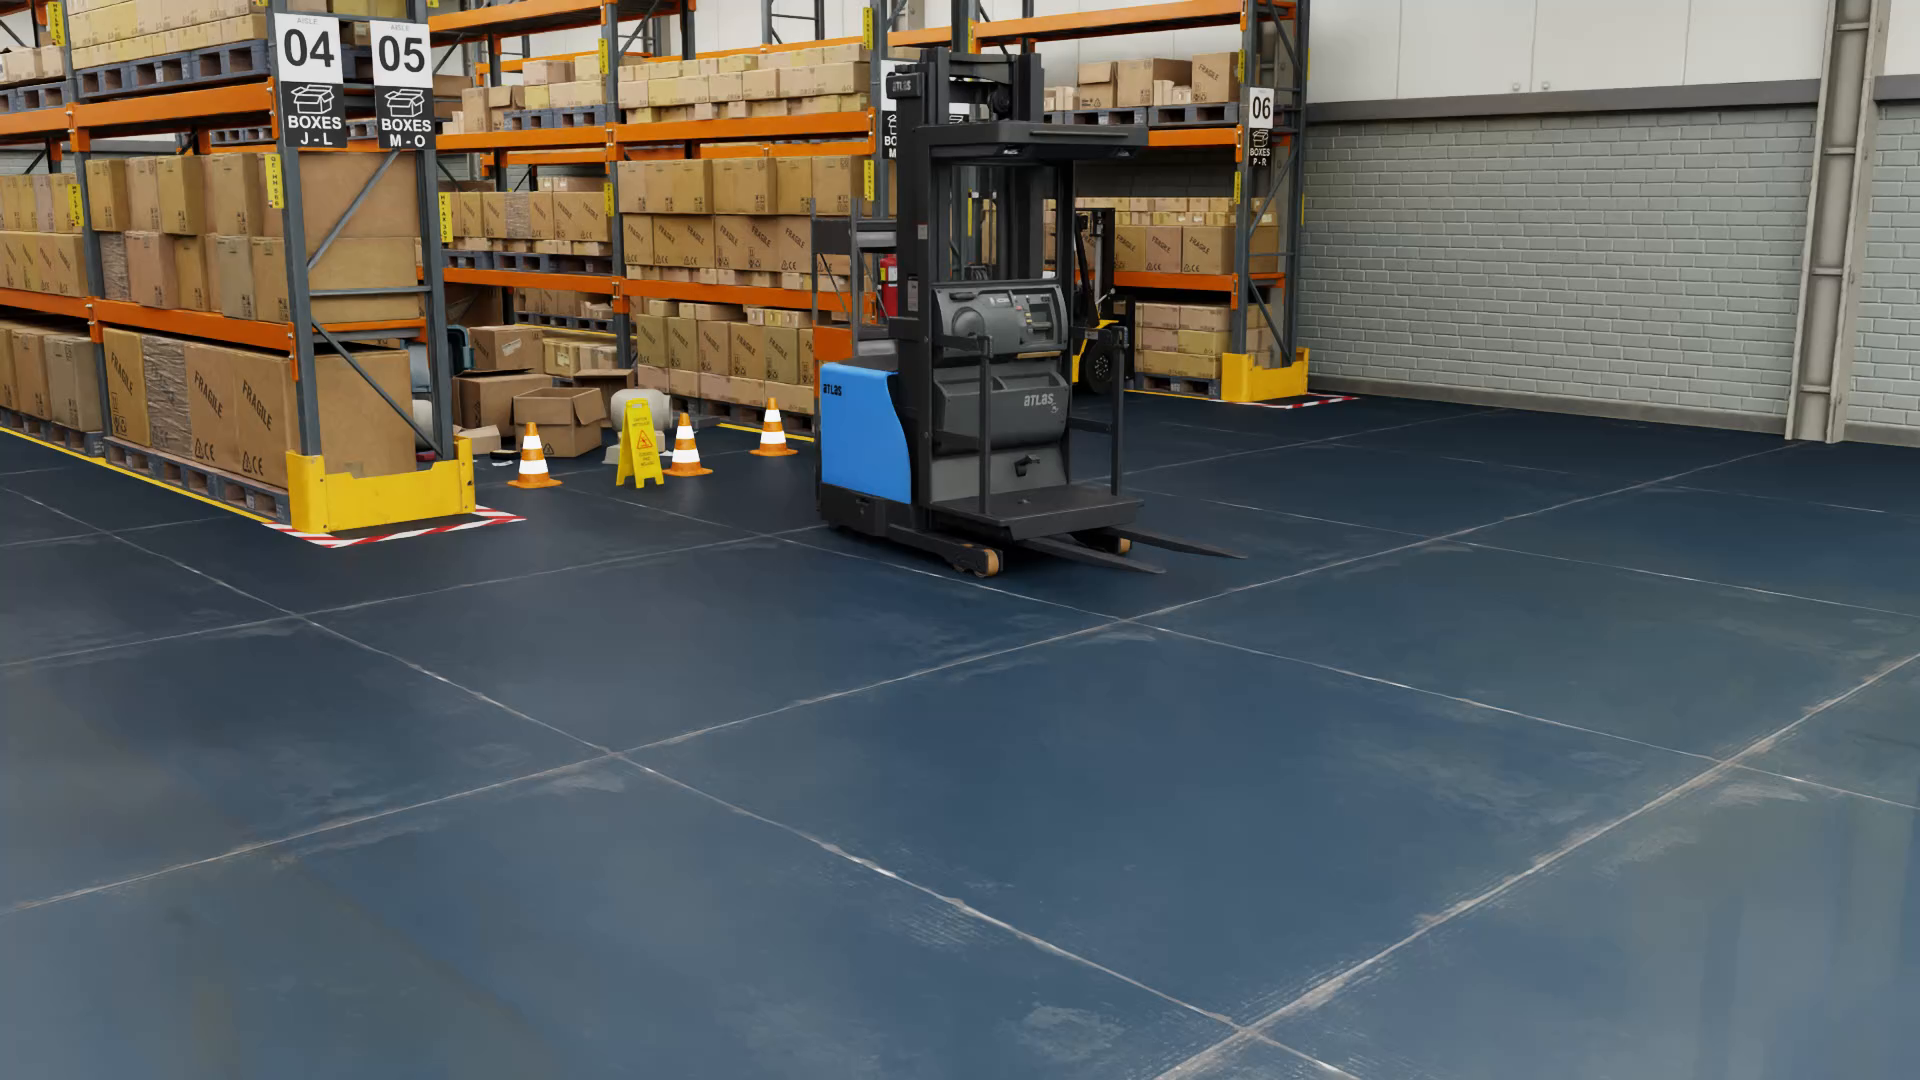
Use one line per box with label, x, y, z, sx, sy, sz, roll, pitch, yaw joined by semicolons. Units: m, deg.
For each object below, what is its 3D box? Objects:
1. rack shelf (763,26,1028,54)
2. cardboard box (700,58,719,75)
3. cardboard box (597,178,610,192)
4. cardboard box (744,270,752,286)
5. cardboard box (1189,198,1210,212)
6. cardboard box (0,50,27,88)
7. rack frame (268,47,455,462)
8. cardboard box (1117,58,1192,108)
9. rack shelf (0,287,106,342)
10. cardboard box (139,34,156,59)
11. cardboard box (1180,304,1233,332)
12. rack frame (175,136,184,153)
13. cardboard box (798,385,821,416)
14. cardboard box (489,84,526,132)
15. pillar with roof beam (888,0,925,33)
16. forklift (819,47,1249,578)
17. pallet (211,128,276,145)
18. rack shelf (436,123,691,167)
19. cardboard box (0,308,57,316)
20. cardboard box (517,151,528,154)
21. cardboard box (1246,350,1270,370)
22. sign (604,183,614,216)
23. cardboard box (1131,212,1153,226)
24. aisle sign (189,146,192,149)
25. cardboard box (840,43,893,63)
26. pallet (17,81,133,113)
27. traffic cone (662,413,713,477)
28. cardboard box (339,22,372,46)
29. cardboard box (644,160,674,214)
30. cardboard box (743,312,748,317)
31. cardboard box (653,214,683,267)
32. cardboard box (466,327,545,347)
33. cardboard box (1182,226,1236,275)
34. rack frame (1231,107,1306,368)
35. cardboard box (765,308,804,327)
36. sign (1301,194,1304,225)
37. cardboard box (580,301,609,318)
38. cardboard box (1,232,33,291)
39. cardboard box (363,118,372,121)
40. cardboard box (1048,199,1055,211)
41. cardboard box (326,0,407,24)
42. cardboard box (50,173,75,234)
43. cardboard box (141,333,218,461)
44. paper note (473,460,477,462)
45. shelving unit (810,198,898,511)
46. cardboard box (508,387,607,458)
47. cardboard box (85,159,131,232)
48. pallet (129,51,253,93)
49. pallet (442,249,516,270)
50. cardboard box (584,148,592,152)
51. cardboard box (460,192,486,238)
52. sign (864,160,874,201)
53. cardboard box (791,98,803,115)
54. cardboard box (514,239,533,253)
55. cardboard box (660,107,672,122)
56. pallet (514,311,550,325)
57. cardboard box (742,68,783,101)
rack shelf;-0.888;-6.274;21.339;1.077;0.370;4.000;-11;16;-43
cardboard box;-2.174;-4.363;15.368;0.380;0.149;0.250;-11;16;-43
cardboard box;-3.988;-3.880;18.179;0.380;0.149;0.250;-10;15;-39
cardboard box;-1.786;-2.444;15.463;0.380;0.149;0.250;-11;16;-43
cardboard box;2.663;-3.576;17.741;0.380;0.149;0.250;-11;16;-42
cardboard box;-8.326;-4.175;14.743;0.500;0.311;0.500;-11;16;-44
rack frame;-3.842;-1.612;10.802;1.000;3.000;0.127;-11;16;-43
cardboard box;2.139;-4.976;18.158;0.700;0.500;0.500;-11;16;-42
rack shelf;-7.986;-2.135;15.125;1.077;0.370;4.000;-11;16;-43
cardboard box;-5.549;-3.474;11.740;0.380;0.149;0.250;-11;16;-42
cardboard box;2.712;-2.381;17.831;0.500;0.250;0.500;-10;15;-41
rack frame;-11.381;-4.652;25.556;1.000;3.000;0.127;-11;16;-43
cardboard box;-1.101;-1.259;14.864;0.500;0.250;0.500;-11;16;-43
cardboard box;-4.783;-4.785;18.514;0.797;0.503;0.637;-11;16;-43
pillar with roof beam;-3.831;-6.450;19.417;9.100;9.000;0.400;-11;16;-43
forklift;0.376;-1.333;9.620;1.130;2.935;3.031;-9;14;-36
pallet;-10.015;-5.792;23.879;1.003;0.211;1.213;-11;16;-43
rack shelf;-4.475;-4.309;18.242;1.077;0.370;4.000;-11;16;-43
cardboard box;-9.668;-2.263;17.255;0.500;0.250;0.500;11;16;43
cardboard box;-7.093;-6.449;27.467;0.380;0.149;0.250;-11;16;-43
cardboard box;3.058;-1.967;18.297;0.500;0.250;0.500;-11;16;-42
sign;-3.493;-3.389;16.560;0.100;0.325;0.005;-11;16;-43
cardboard box;2.099;-3.537;18.289;0.250;0.149;0.380;11;16;43
aisle sign;-11.641;-5.895;25.148;0.394;0.787;0.004;-11;16;-43
cardboard box;-0.779;-4.061;13.904;0.380;0.149;0.250;-11;16;-42
pallet;-7.273;-3.698;13.968;1.217;0.209;0.805;11;16;43
traffic cone;-2.130;-0.753;12.918;0.336;0.463;0.334;-11;16;-43
cardboard box;-3.847;-3.307;10.932;0.380;0.149;0.250;-11;16;-42
cardboard box;-2.610;-3.413;16.079;0.700;0.500;0.500;-11;16;-42
cardboard box;-2.139;-2.004;16.618;0.500;0.500;0.500;-11;16;-42
cardboard box;-2.628;-2.922;16.175;0.500;0.500;0.500;-11;16;-43
cardboard box;-5.474;-2.319;19.704;0.625;0.372;0.950;10;16;41
cardboard box;2.726;-3.093;17.742;0.500;0.500;0.500;-11;16;-44
rack frame;3.256;-3.009;17.582;1.000;3.000;0.127;-11;16;-43
cardboard box;-1.547;-2.022;15.101;0.380;0.149;0.250;-11;16;-42
sign;3.661;-3.548;17.857;0.100;0.325;0.005;-11;16;-43
cardboard box;-5.875;-3.719;26.764;0.396;0.266;0.258;-10;15;-41
cardboard box;-8.209;-2.505;14.888;0.500;0.500;0.500;-11;16;-43
cardboard box;-7.061;-5.245;20.296;0.258;0.266;0.396;11;16;44
cardboard box;1.230;-3.869;19.167;0.380;0.149;0.250;-11;16;-43
cardboard box;-3.990;-3.514;10.947;0.500;0.250;0.500;-11;16;-43
cardboard box;-7.308;-2.881;14.235;0.700;0.500;0.500;-11;16;-43
cardboard box;-5.596;-1.128;12.679;0.875;0.875;0.875;-11;16;-42
paper note;-3.942;-0.642;13.503;0.032;0.001;0.123;-3;12;-13
shelving unit;-0.679;-1.214;11.103;0.431;2.100;0.503;-9;14;-36
cardboard box;-3.376;-0.997;14.005;0.637;0.503;0.797;1;12;6
cardboard box;-6.375;-2.739;13.227;0.875;0.550;0.550;-11;16;-43
pallet;-5.209;-3.323;11.891;1.003;0.211;1.213;-11;16;-43
pallet;-5.287;-3.301;19.475;1.213;0.211;1.003;-11;16;-43
cardboard box;-5.660;-6.154;26.035;0.380;0.149;0.250;-11;16;-43
cardboard box;-5.348;-3.711;18.966;0.500;0.500;0.500;-10;15;-40
sign;-0.747;-2.964;13.712;0.100;0.325;0.005;-11;16;-43
cardboard box;-1.262;-3.797;14.598;0.380;0.149;0.250;-11;16;-42
cardboard box;-4.686;-3.251;18.338;0.380;0.149;0.250;-10;15;-41
cardboard box;-2.665;-4.100;16.067;0.380;0.149;0.250;-11;16;-43
pallet;-7.190;-3.851;28.579;1.003;0.211;1.213;-11;16;-43
cardboard box;-1.588;-4.044;14.806;0.500;0.250;0.500;-10;16;-41
